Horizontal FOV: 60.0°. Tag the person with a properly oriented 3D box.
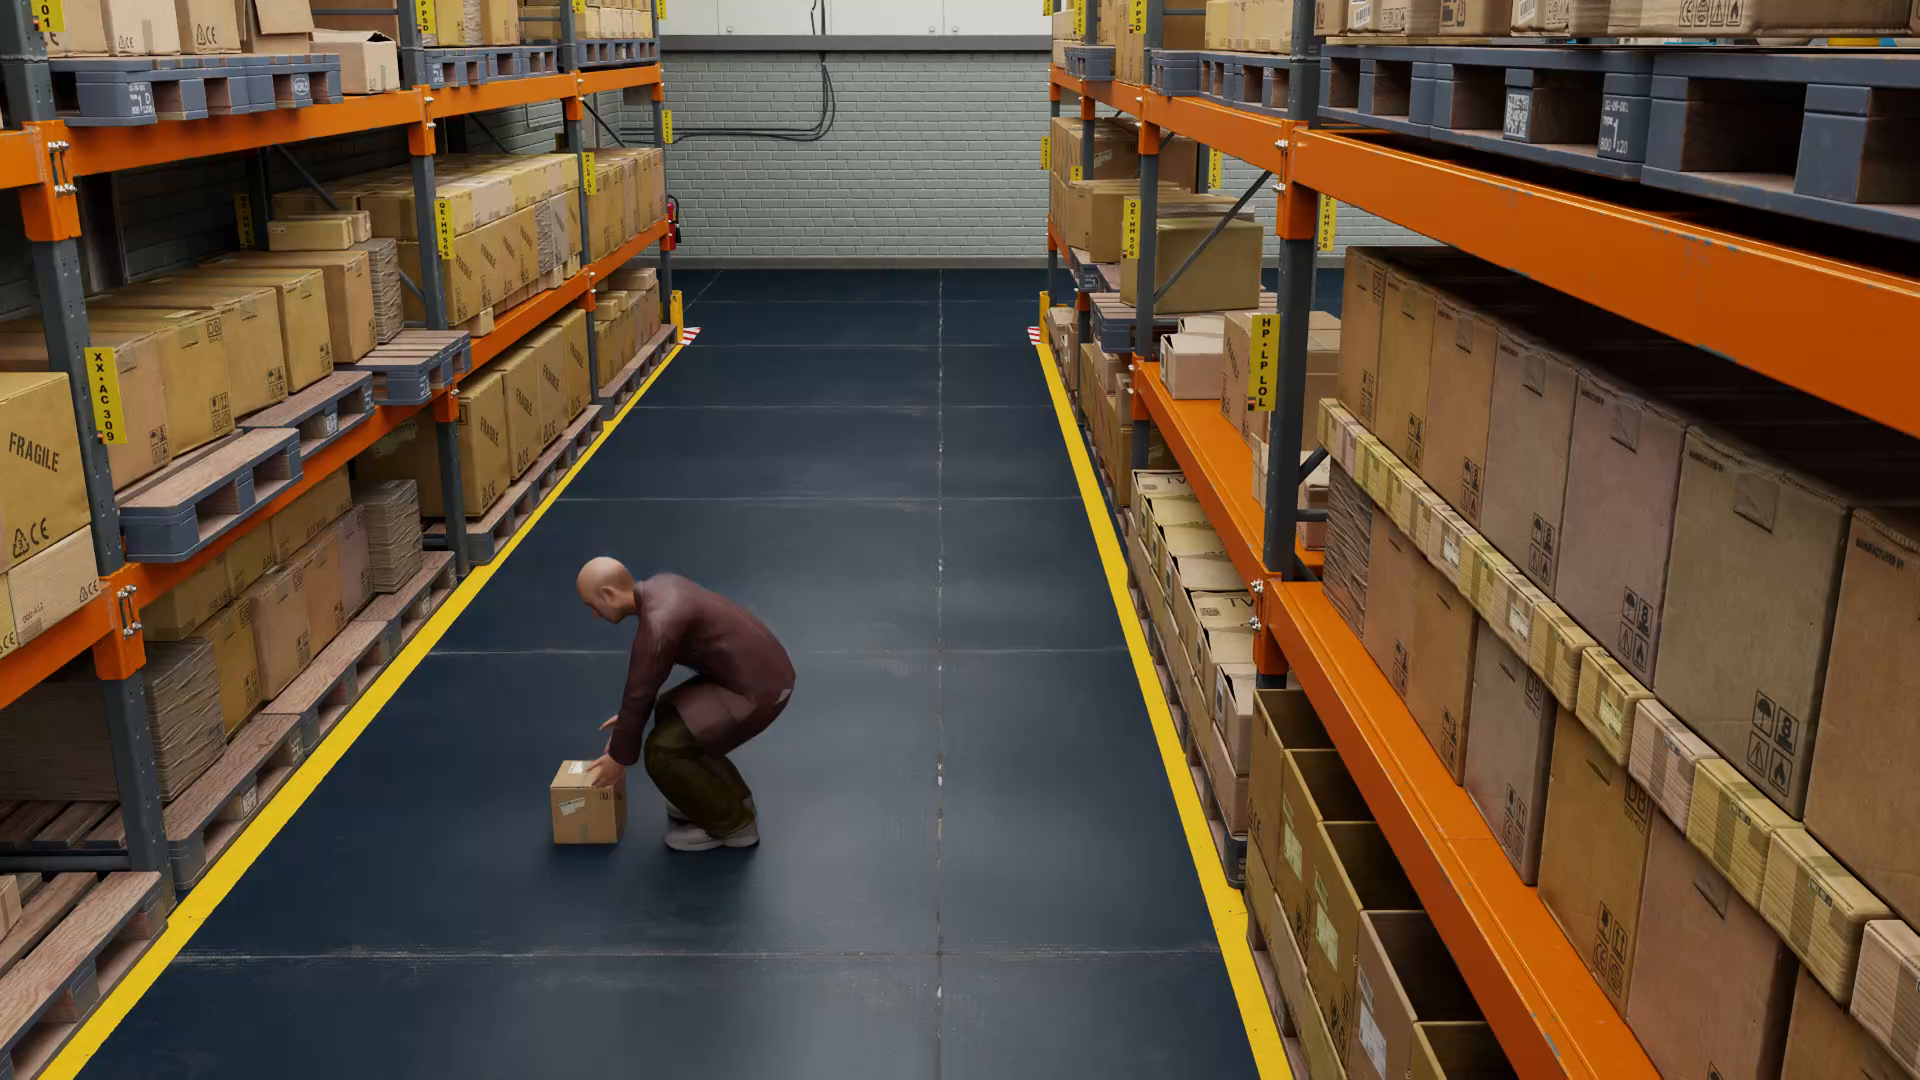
[{"bbox_3d":[-1.068,0.635,6.553,0.843,1.153,0.619,0,17,-1],"label":"person"}]
